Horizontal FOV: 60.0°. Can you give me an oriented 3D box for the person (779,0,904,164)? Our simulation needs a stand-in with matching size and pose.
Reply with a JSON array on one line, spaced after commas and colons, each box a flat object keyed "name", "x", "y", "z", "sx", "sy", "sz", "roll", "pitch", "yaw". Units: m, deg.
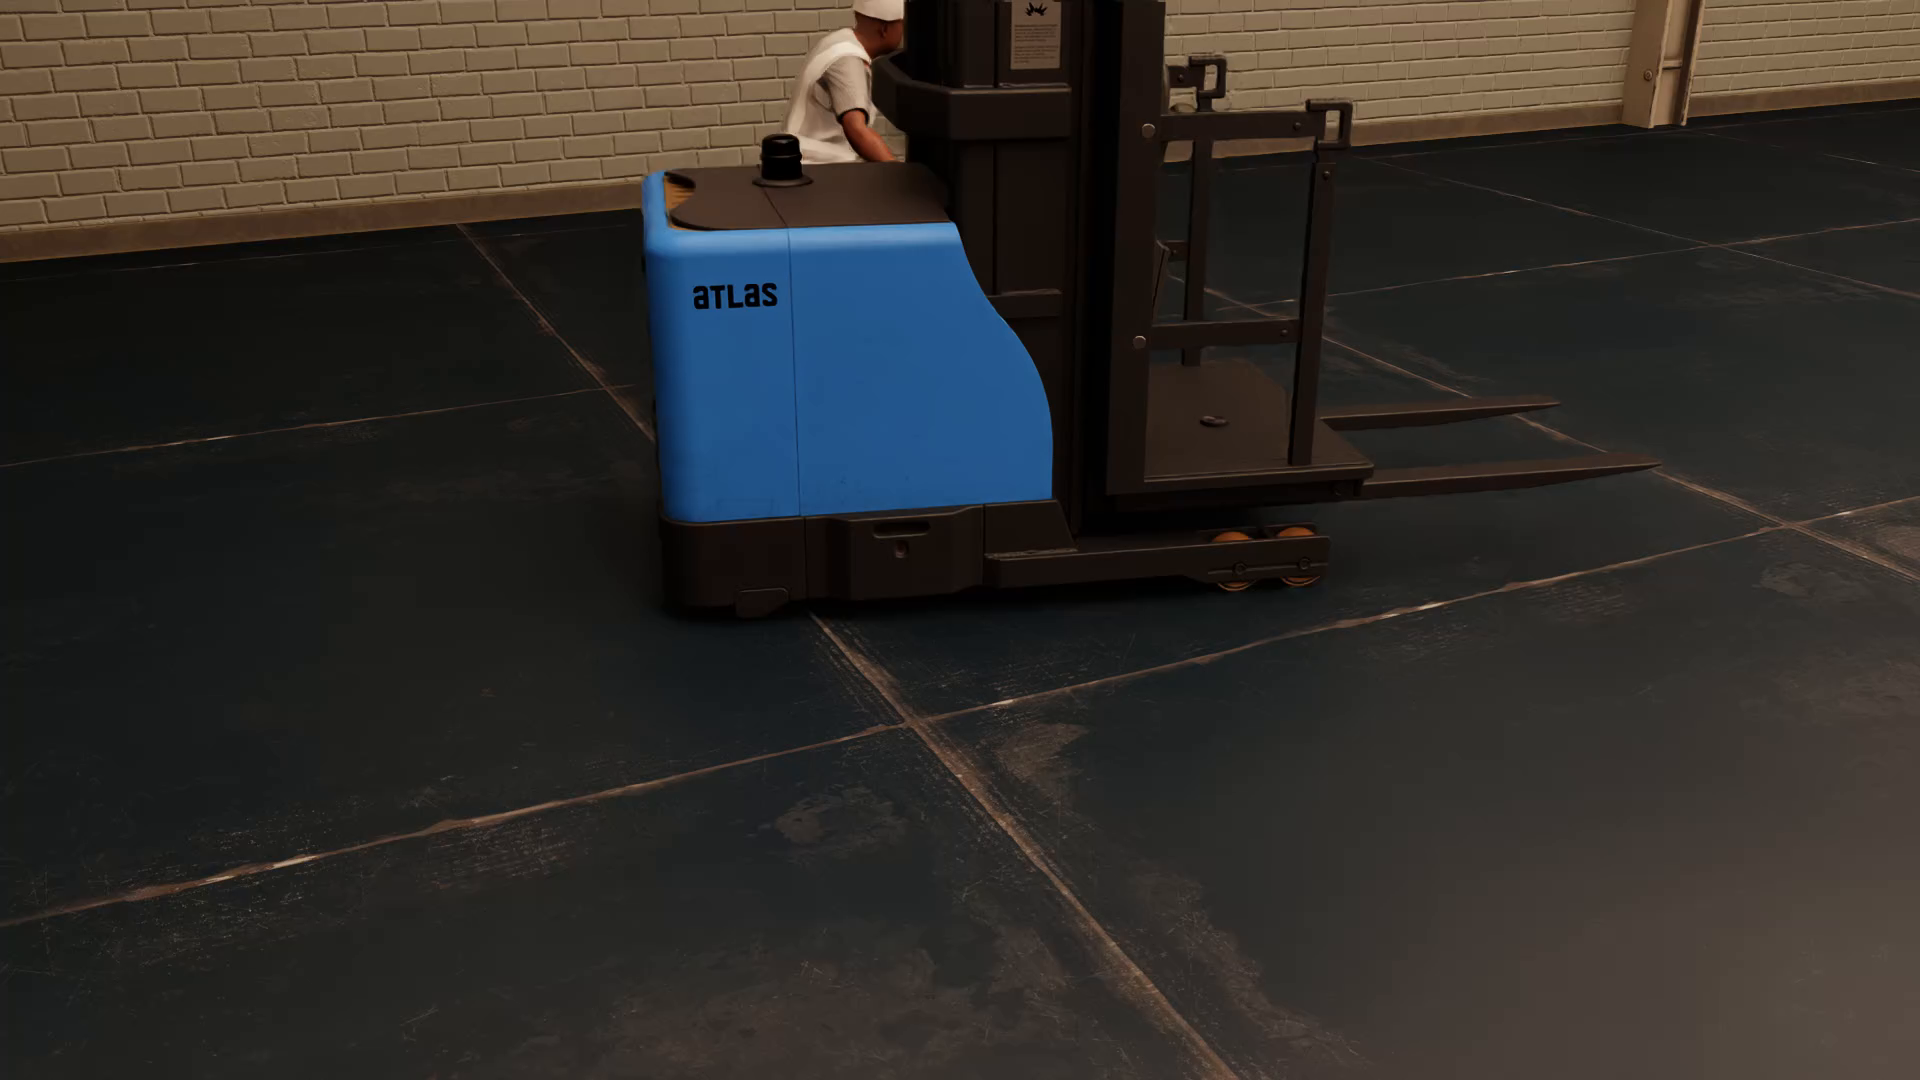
[{"name": "person", "x": -0.264, "y": -1.385, "z": 6.469, "sx": 0.952, "sy": 1.525, "sz": 1.171, "roll": -5, "pitch": 23, "yaw": -12}]

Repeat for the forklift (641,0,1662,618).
[{"name": "forklift", "x": 0.604, "y": -1.402, "z": 4.662, "sx": 3.031, "sy": 2.935, "sz": 1.130, "roll": -4, "pitch": 23, "yaw": -10}]
